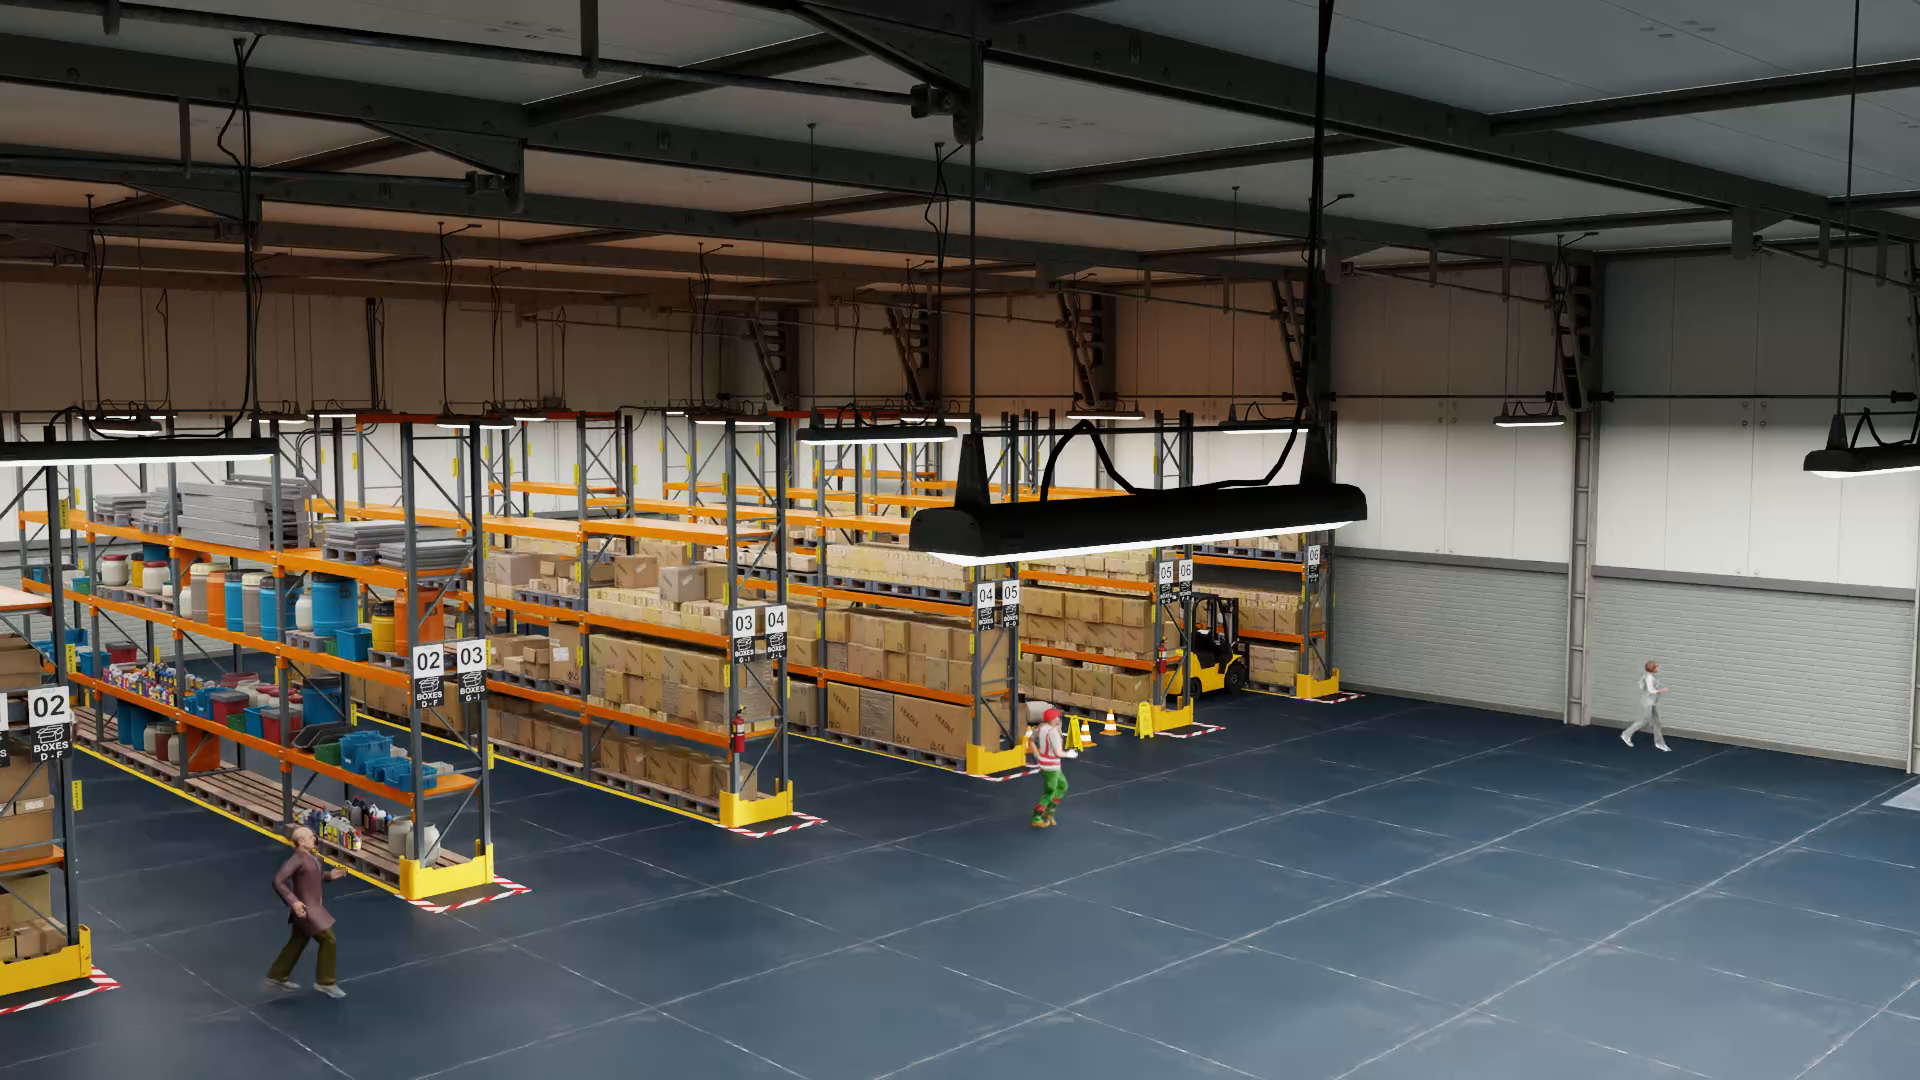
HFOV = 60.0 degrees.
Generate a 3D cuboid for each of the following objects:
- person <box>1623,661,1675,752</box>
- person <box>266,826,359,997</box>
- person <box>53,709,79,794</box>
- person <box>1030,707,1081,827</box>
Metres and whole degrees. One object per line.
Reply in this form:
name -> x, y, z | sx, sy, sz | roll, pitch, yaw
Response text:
person -> 12.287, 2.992, 29.599 | 0.857, 1.500, 0.559 | 3, 6, 30
person -> -6.828, 3.912, 17.473 | 0.932, 1.828, 0.683 | -2, 5, -17
person -> -14.170, 3.227, 26.170 | 0.651, 1.674, 0.601 | 4, 6, 40
person -> 1.392, 3.345, 24.291 | 0.737, 1.822, 0.642 | -1, 5, -12
